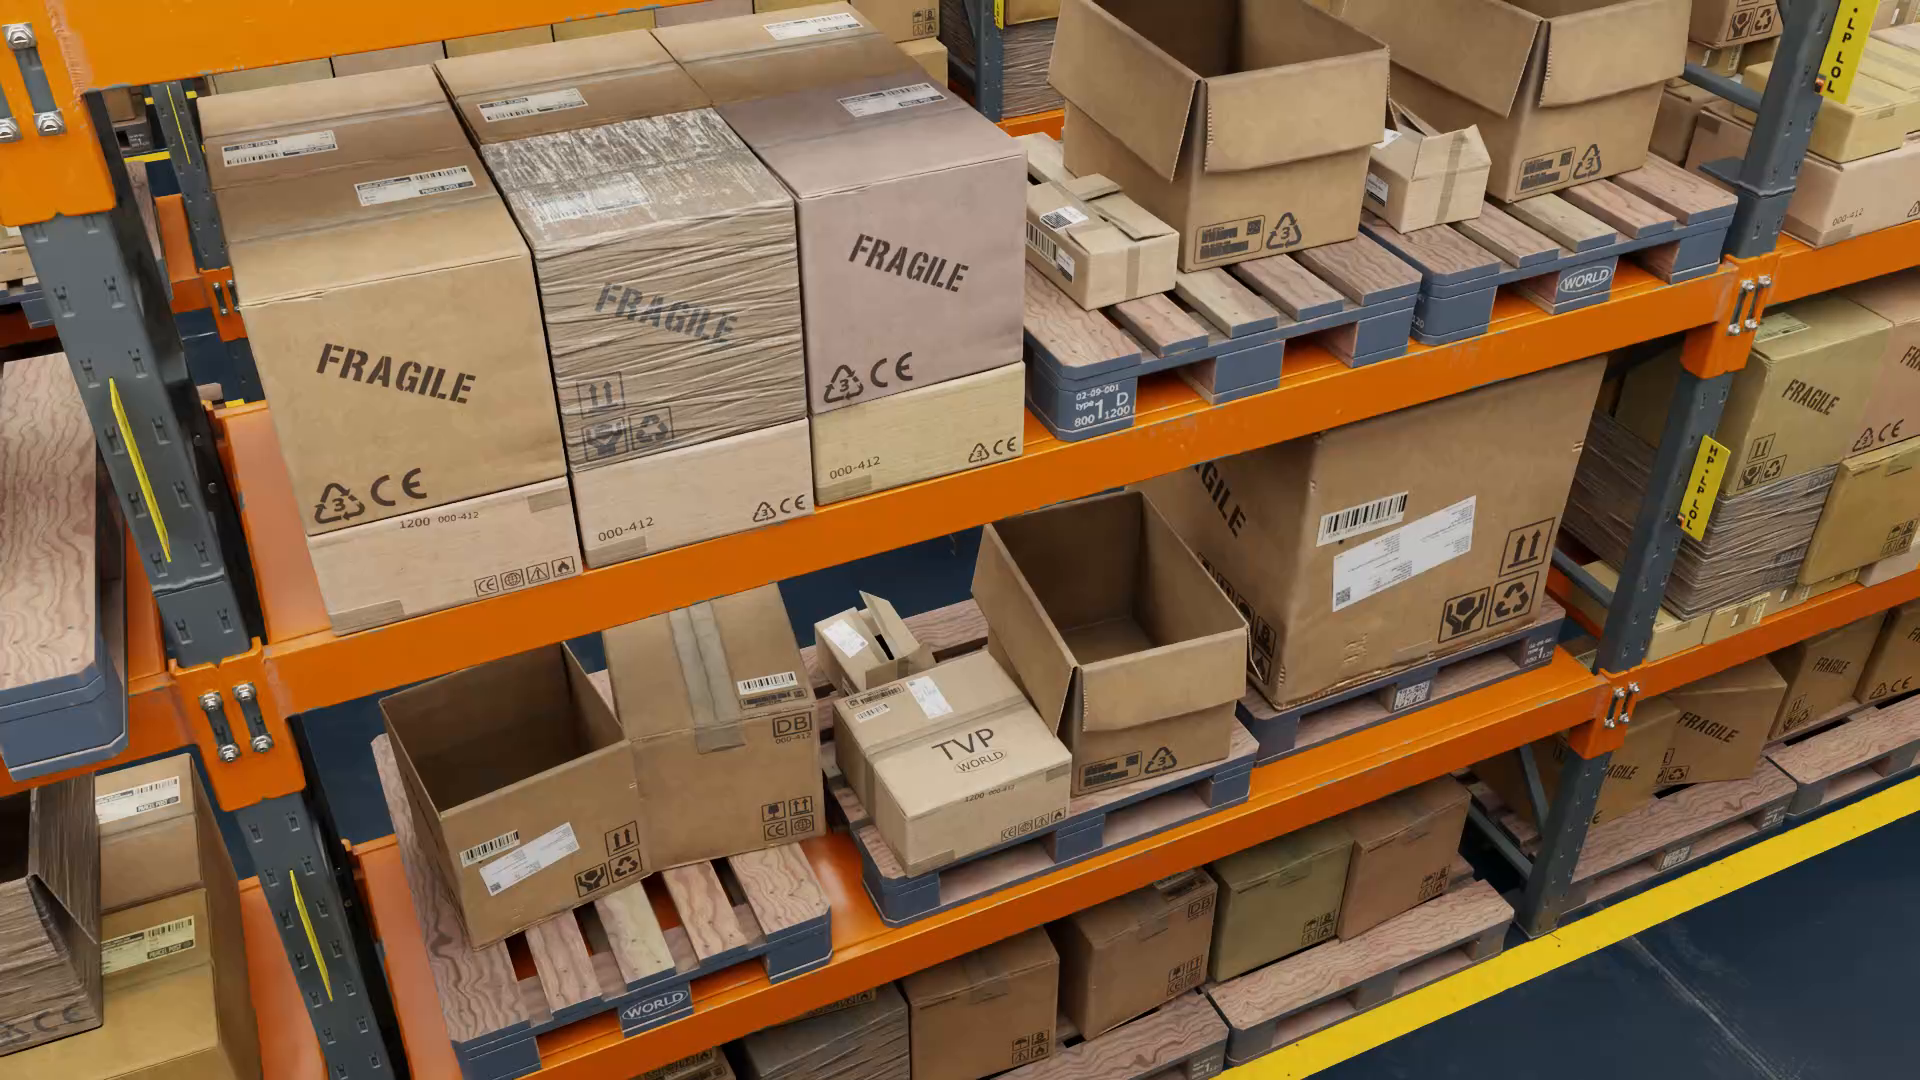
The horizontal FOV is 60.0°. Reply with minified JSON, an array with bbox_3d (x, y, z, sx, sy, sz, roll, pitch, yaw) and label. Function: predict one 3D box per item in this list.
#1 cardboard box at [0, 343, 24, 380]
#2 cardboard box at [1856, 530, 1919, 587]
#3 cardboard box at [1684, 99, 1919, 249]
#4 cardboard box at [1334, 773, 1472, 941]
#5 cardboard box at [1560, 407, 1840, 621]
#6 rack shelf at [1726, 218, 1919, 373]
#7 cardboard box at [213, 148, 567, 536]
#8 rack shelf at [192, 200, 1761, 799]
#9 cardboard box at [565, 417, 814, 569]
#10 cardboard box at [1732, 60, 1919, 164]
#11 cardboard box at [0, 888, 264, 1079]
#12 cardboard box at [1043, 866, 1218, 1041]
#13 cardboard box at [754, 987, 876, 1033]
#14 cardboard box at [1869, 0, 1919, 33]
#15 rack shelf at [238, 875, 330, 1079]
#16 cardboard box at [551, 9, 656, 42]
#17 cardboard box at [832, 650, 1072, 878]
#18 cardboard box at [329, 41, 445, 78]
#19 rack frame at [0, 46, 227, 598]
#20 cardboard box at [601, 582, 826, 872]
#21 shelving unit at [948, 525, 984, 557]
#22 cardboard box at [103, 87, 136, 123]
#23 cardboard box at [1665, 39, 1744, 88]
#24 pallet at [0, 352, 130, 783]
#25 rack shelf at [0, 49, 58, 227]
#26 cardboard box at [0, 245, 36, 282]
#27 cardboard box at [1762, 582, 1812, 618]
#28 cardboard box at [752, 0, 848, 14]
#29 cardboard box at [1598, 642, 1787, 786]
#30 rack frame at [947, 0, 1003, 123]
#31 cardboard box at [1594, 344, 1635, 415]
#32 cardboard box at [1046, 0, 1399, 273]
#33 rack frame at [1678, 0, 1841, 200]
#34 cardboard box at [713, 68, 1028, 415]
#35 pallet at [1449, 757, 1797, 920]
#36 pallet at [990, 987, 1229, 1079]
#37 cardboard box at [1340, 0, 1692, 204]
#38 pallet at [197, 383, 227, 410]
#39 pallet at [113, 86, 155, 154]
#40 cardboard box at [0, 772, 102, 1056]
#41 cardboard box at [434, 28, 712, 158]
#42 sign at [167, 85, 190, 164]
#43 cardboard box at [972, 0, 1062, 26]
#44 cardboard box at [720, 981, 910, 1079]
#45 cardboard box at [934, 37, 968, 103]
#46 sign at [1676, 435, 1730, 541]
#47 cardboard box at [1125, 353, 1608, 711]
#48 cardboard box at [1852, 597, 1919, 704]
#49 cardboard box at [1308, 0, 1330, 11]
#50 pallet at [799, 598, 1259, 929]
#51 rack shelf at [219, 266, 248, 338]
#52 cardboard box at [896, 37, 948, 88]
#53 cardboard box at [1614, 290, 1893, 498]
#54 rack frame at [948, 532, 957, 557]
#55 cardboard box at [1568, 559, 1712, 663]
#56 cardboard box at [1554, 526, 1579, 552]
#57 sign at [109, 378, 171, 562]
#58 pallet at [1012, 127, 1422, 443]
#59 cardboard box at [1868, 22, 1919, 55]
[{"bbox_3d":[-4.619,-0.692,7.781,0.500,0.250,0.500,-15,39,-19],"label":"cardboard box"},{"bbox_3d":[3.213,-0.022,5.972,0.250,0.149,0.380,-16,39,-20],"label":"cardboard box"},{"bbox_3d":[2.495,-1.107,4.832,0.500,0.250,0.500,-17,40,-22],"label":"cardboard box"},{"bbox_3d":[1.413,0.985,6.134,0.500,0.500,0.700,-19,40,-23],"label":"cardboard box"},{"bbox_3d":[2.412,-0.227,5.704,0.500,0.500,0.875,-16,39,-20],"label":"cardboard box"},{"bbox_3d":[3.789,-1.409,5.717,4.000,0.370,1.077,-16,39,-20],"label":"rack shelf"},{"bbox_3d":[-1.108,-0.400,3.250,0.500,0.500,0.500,-15,39,-20],"label":"cardboard box"},{"bbox_3d":[0.168,-0.396,4.352,4.000,0.370,1.077,-16,39,-20],"label":"rack shelf"},{"bbox_3d":[-0.644,-0.230,3.650,0.500,0.250,0.500,-15,39,-19],"label":"cardboard box"},{"bbox_3d":[2.404,-1.207,4.633,0.250,0.149,0.380,-17,40,-21],"label":"cardboard box"},{"bbox_3d":[-1.984,1.244,3.970,0.500,0.500,0.500,-14,39,-19],"label":"cardboard box"},{"bbox_3d":[0.467,1.237,5.793,0.500,0.500,0.700,-19,41,-24],"label":"cardboard box"},{"bbox_3d":[-0.573,1.227,5.178,0.500,0.250,0.500,-11,38,-15],"label":"cardboard box"},{"bbox_3d":[2.860,-1.742,5.353,0.250,0.149,0.380,-17,40,-21],"label":"cardboard box"},{"bbox_3d":[-3.453,1.821,3.881,4.000,0.370,1.077,-16,39,-20],"label":"rack shelf"},{"bbox_3d":[-1.865,-2.614,8.333,0.500,0.500,0.700,-16,39,-20],"label":"cardboard box"},{"bbox_3d":[-0.028,0.617,4.673,0.500,0.250,0.500,-17,40,-21],"label":"cardboard box"},{"bbox_3d":[-2.791,-2.353,7.981,0.500,0.500,0.700,-16,40,-21],"label":"cardboard box"},{"bbox_3d":[-1.643,-1.384,2.562,0.127,3.000,1.000,-16,39,-20],"label":"rack frame"},{"bbox_3d":[-0.708,0.464,4.671,0.500,0.500,0.700,-10,38,-13],"label":"cardboard box"},{"bbox_3d":[0.013,-0.486,7.898,0.189,1.200,0.258,-16,39,-20],"label":"shelving unit"},{"bbox_3d":[-6.514,-3.504,11.887,0.875,0.875,0.875,-16,39,-20],"label":"cardboard box"},{"bbox_3d":[2.150,-1.529,5.067,0.250,0.149,0.380,-14,39,-19],"label":"cardboard box"},{"bbox_3d":[-2.203,0.089,3.253,1.003,0.211,1.213,-14,39,-18],"label":"pallet"},{"bbox_3d":[-3.453,-0.428,2.213,4.000,0.370,1.077,-16,39,-20],"label":"rack shelf"},{"bbox_3d":[-4.135,-1.308,7.353,0.250,0.149,0.380,-16,39,-20],"label":"cardboard box"},{"bbox_3d":[2.747,0.088,5.825,0.250,0.149,0.380,-16,39,-20],"label":"cardboard box"},{"bbox_3d":[-0.949,-2.869,8.676,0.500,0.500,0.700,-16,40,-21],"label":"cardboard box"},{"bbox_3d":[2.873,0.620,6.642,0.500,0.500,0.500,-4,37,-5],"label":"cardboard box"},{"bbox_3d":[-0.038,-2.687,9.355,0.127,3.000,1.000,-16,39,-20],"label":"rack frame"},{"bbox_3d":[2.269,-0.810,5.651,0.500,0.500,0.500,-16,39,-20],"label":"cardboard box"},{"bbox_3d":[0.658,-1.097,4.254,0.637,0.503,0.797,-14,39,-18],"label":"cardboard box"},{"bbox_3d":[1.978,-2.396,3.927,0.127,3.000,1.000,-16,39,-20],"label":"rack frame"},{"bbox_3d":[-0.195,-0.657,3.597,0.500,0.500,0.500,-17,40,-21],"label":"cardboard box"},{"bbox_3d":[2.571,0.944,6.799,1.213,0.211,1.003,-16,39,-20],"label":"pallet"},{"bbox_3d":[0.168,1.642,5.858,1.213,0.211,1.003,-16,39,-20],"label":"pallet"},{"bbox_3d":[1.511,-1.336,4.576,0.637,0.503,0.797,-18,40,-22],"label":"cardboard box"},{"bbox_3d":[-4.367,-0.357,8.555,1.213,0.211,1.003,-16,39,-20],"label":"pallet"},{"bbox_3d":[-6.599,-3.039,12.171,1.213,0.211,1.003,-16,39,-20],"label":"pallet"},{"bbox_3d":[-2.311,0.759,3.782,0.637,0.503,0.797,-14,39,-18],"label":"cardboard box"},{"bbox_3d":[-0.857,-0.811,3.804,0.500,0.500,0.500,-16,39,-20],"label":"cardboard box"},{"bbox_3d":[-3.419,-1.817,7.277,0.005,0.325,0.100,-16,39,-20],"label":"sign"},{"bbox_3d":[0.311,-3.256,9.089,0.550,0.550,0.875,-16,39,-20],"label":"cardboard box"},{"bbox_3d":[-0.548,1.526,5.404,0.500,0.500,0.700,-19,41,-24],"label":"cardboard box"},{"bbox_3d":[0.031,-3.344,12.222,0.503,0.637,0.797,-16,39,-20],"label":"cardboard box"},{"bbox_3d":[2.217,-0.153,4.967,0.005,0.325,0.100,-16,39,-20],"label":"sign"},{"bbox_3d":[1.200,-0.271,5.241,1.000,1.000,1.000,-15,39,-20],"label":"cardboard box"},{"bbox_3d":[3.926,0.303,7.069,0.500,0.500,0.500,-12,38,-16],"label":"cardboard box"},{"bbox_3d":[1.756,-3.260,10.001,0.500,0.550,0.875,-16,39,-20],"label":"cardboard box"},{"bbox_3d":[0.132,0.580,5.111,1.213,0.211,1.003,-16,39,-20],"label":"pallet"},{"bbox_3d":[-1.848,-1.892,8.886,4.000,0.370,1.077,-16,39,-20],"label":"rack shelf"},{"bbox_3d":[-0.396,-2.451,8.952,0.500,0.500,0.500,-16,39,-20],"label":"cardboard box"},{"bbox_3d":[2.494,-0.525,5.266,0.500,0.500,0.500,-16,39,-20],"label":"cardboard box"},{"bbox_3d":[-0.070,-0.462,7.866,0.006,1.200,0.240,-16,39,-20],"label":"rack frame"},{"bbox_3d":[2.301,0.222,5.643,0.250,0.149,0.380,-16,39,-20],"label":"cardboard box"},{"bbox_3d":[2.048,-0.099,6.076,0.250,0.149,0.380,-16,39,-20],"label":"cardboard box"},{"bbox_3d":[-1.414,-0.117,2.871,0.005,0.325,0.100,-16,39,-20],"label":"sign"},{"bbox_3d":[0.437,-0.753,4.387,1.003,0.211,1.213,-16,39,-20],"label":"pallet"},{"bbox_3d":[2.871,-1.369,4.851,0.250,0.149,0.380,-15,39,-20],"label":"cardboard box"}]
